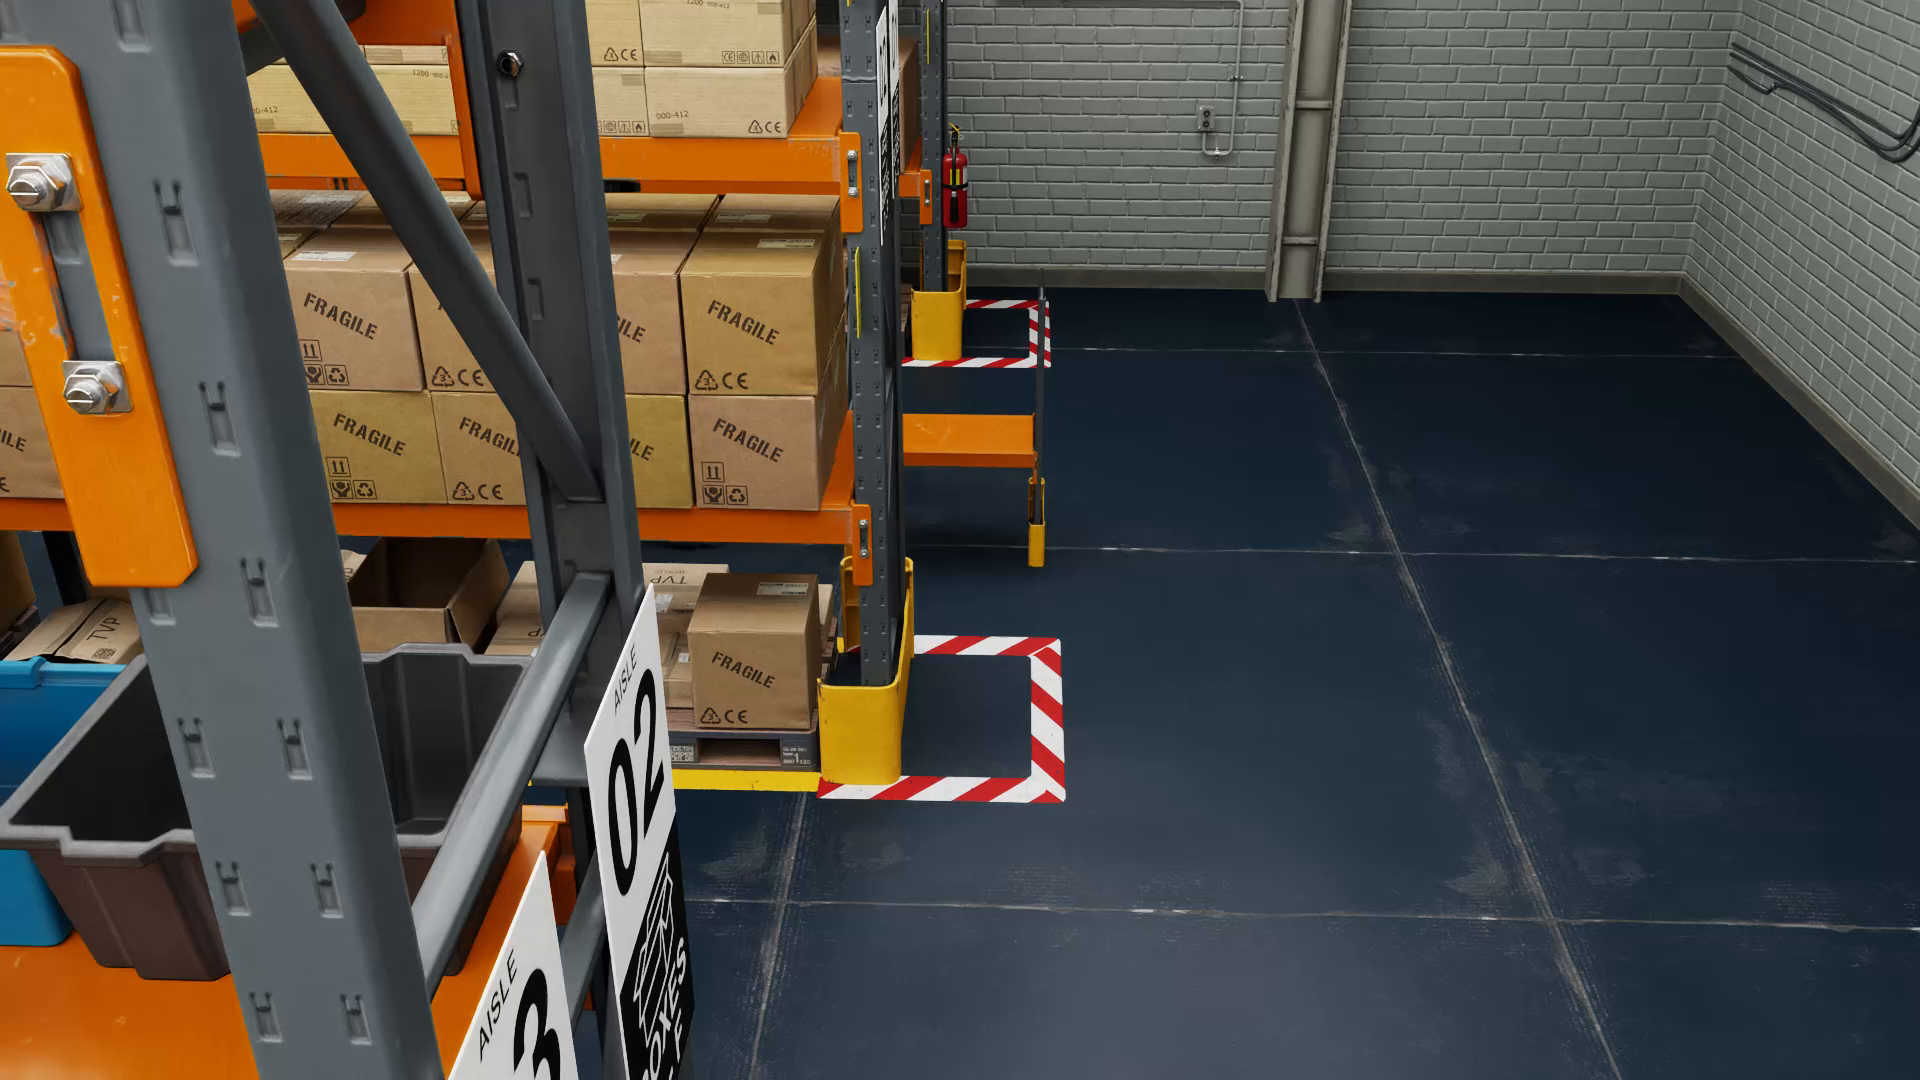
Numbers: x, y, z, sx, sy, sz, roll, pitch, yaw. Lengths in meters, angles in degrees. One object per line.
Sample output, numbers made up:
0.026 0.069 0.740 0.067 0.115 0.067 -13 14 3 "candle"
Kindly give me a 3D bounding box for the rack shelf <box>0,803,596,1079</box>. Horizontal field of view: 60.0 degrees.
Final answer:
-2.518 0.746 2.206 4.000 0.370 1.077 1 28 2 "rack shelf"

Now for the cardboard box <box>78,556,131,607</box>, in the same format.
-3.759 0.188 7.891 0.500 0.500 0.500 1 28 2 "cardboard box"

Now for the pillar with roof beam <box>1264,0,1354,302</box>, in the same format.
2.407 -3.847 6.899 0.400 9.000 9.100 1 28 2 "pillar with roof beam"

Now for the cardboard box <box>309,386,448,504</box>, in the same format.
-2.318 -0.482 6.851 0.500 0.500 0.500 1 28 1 "cardboard box"

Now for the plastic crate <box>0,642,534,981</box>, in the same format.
-0.894 0.382 2.264 0.590 0.269 0.497 1 28 2 "plastic crate"

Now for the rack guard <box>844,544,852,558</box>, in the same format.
-0.574 -0.120 9.209 0.087 0.250 0.587 1 28 2 "rack guard"

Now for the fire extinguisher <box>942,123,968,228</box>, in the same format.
-0.035 -2.433 11.119 0.183 0.674 0.296 1 28 2 "fire extinguisher"

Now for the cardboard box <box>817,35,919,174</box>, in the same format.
-0.680 -2.987 11.362 0.700 0.700 0.980 2 28 4 "cardboard box"

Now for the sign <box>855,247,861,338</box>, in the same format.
-0.380 -0.924 6.217 0.005 0.325 0.100 1 28 2 "sign"

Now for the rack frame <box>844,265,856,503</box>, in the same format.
-0.593 -0.672 8.917 0.032 1.500 0.500 1 28 2 "rack frame"

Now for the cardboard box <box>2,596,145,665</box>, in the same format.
-3.926 0.503 7.499 0.500 0.311 0.500 1 28 2 "cardboard box"

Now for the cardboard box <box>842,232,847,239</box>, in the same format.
-0.741 -2.275 11.867 0.250 0.149 0.380 1 28 2 "cardboard box"

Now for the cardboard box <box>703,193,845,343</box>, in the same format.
-0.775 -1.149 7.040 0.500 0.500 0.500 2 28 3 "cardboard box"

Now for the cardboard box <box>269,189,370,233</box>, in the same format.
-2.808 -1.181 7.102 0.500 0.500 0.500 1 28 2 "cardboard box"

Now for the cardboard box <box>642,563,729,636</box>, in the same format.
-1.374 0.338 7.875 0.500 0.250 0.500 1 28 2 "cardboard box"

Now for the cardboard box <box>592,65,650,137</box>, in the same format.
-1.363 -1.690 6.192 0.500 0.250 0.500 1 28 2 "cardboard box"

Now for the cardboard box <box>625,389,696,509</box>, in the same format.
-1.317 -0.463 6.815 0.500 0.500 0.500 1 28 2 "cardboard box"

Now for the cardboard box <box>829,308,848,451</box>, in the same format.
-0.775 -0.707 7.275 0.500 0.500 0.500 2 28 3 "cardboard box"

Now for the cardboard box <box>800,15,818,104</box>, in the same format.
-0.845 -1.919 6.624 0.500 0.250 0.500 1 28 2 "cardboard box"

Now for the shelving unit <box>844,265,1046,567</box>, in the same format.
-0.076 -0.664 8.901 1.083 1.500 0.587 1 28 2 "shelving unit"

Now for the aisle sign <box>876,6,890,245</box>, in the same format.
-0.283 -1.536 6.170 0.004 0.787 0.394 1 28 2 "aisle sign"

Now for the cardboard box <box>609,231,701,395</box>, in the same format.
-1.300 -0.905 6.580 0.500 0.500 0.500 2 28 3 "cardboard box"

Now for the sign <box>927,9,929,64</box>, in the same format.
-0.203 -3.213 10.620 0.005 0.325 0.100 1 28 2 "sign"

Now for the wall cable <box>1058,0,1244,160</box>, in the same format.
1.143 -3.721 11.983 1.851 1.984 0.084 1 28 2 "wall cable"

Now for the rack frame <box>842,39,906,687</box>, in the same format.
-0.341 -0.532 7.051 0.127 3.000 1.000 1 28 2 "rack frame"

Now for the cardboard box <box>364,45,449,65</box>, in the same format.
-1.862 -1.919 6.092 0.500 0.250 0.500 1 28 2 "cardboard box"

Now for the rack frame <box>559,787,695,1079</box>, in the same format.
-0.519 1.786 2.678 0.127 3.000 1.000 1 28 2 "rack frame"

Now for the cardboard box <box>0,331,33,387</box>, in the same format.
-3.877 -0.945 6.655 0.500 0.500 0.500 2 28 3 "cardboard box"

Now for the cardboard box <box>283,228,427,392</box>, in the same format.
-2.332 -0.920 6.608 0.500 0.500 0.500 2 28 3 "cardboard box"

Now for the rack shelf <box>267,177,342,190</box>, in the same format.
-6.166 -2.632 11.781 4.000 0.370 1.077 1 28 2 "rack shelf"

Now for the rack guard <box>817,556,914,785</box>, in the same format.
-0.417 0.571 7.639 0.348 0.500 1.175 1 28 2 "rack guard"

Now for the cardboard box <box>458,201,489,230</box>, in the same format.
-1.797 -1.165 7.070 0.500 0.500 0.500 1 28 3 "cardboard box"

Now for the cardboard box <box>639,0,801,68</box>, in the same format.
-0.863 -1.901 6.058 0.500 0.250 0.500 1 28 2 "cardboard box"

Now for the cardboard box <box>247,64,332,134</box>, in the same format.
-2.362 -1.708 6.226 0.500 0.250 0.500 1 28 2 "cardboard box"

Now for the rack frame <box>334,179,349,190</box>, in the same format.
-4.167 -2.917 11.550 0.127 3.000 1.000 1 28 2 "rack frame"

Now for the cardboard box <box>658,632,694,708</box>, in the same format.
-1.294 0.583 7.503 0.250 0.166 0.380 1 28 2 "cardboard box"

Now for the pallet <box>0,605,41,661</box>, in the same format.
-5.152 0.638 7.821 1.213 0.211 1.003 1 28 2 "pallet"

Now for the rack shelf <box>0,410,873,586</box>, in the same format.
-2.339 -0.247 7.282 4.000 0.370 1.077 1 28 2 "rack shelf"

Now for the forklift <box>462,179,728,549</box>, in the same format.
-2.566 -1.631 9.197 3.031 2.935 1.130 8 29 15 "forklift"

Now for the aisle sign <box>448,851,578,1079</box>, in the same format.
-0.458 0.776 1.808 0.004 0.787 0.394 1 28 2 "aisle sign"

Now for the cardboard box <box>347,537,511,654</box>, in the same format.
-2.460 0.339 7.604 0.637 0.503 0.797 1 28 2 "cardboard box"
